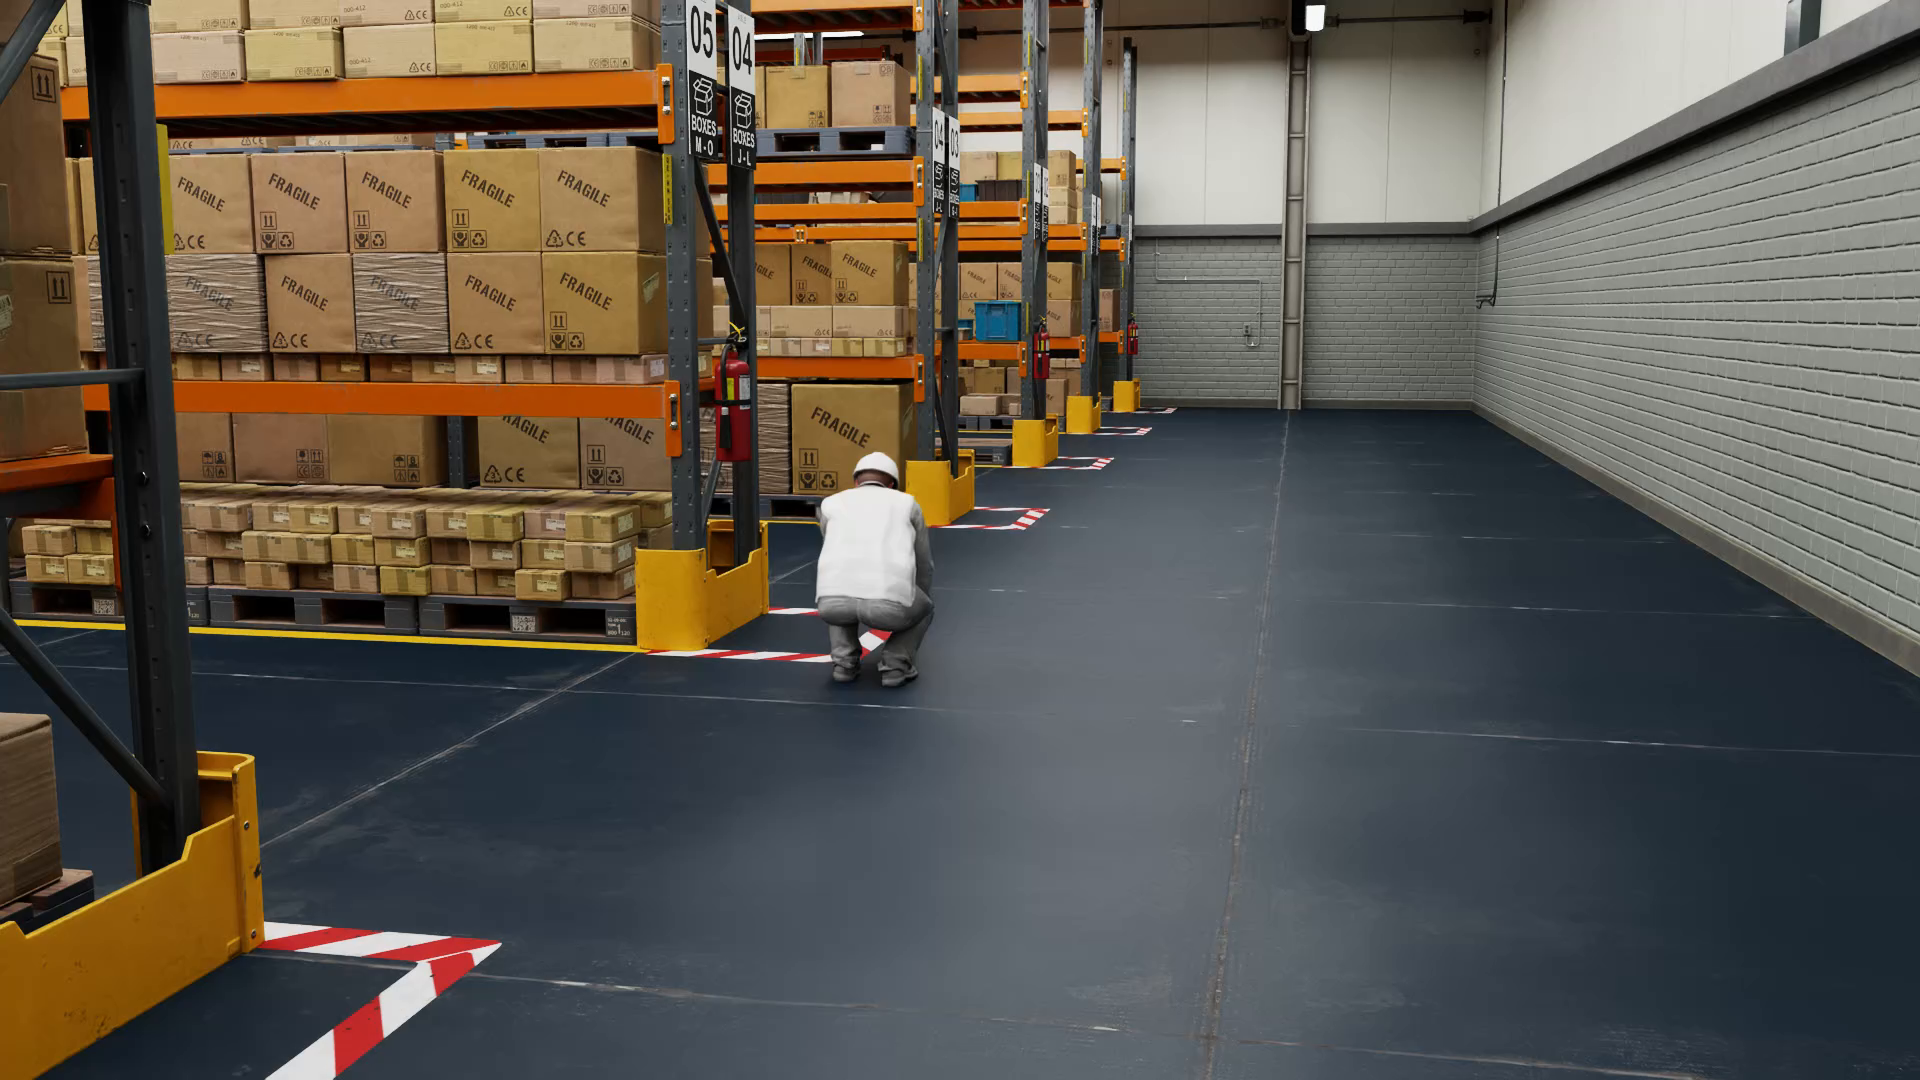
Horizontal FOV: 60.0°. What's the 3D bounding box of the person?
[{"bbox_3d":[-0.396,0.125,7.647,0.527,1.009,0.854,2,8,11],"label":"person"}]
